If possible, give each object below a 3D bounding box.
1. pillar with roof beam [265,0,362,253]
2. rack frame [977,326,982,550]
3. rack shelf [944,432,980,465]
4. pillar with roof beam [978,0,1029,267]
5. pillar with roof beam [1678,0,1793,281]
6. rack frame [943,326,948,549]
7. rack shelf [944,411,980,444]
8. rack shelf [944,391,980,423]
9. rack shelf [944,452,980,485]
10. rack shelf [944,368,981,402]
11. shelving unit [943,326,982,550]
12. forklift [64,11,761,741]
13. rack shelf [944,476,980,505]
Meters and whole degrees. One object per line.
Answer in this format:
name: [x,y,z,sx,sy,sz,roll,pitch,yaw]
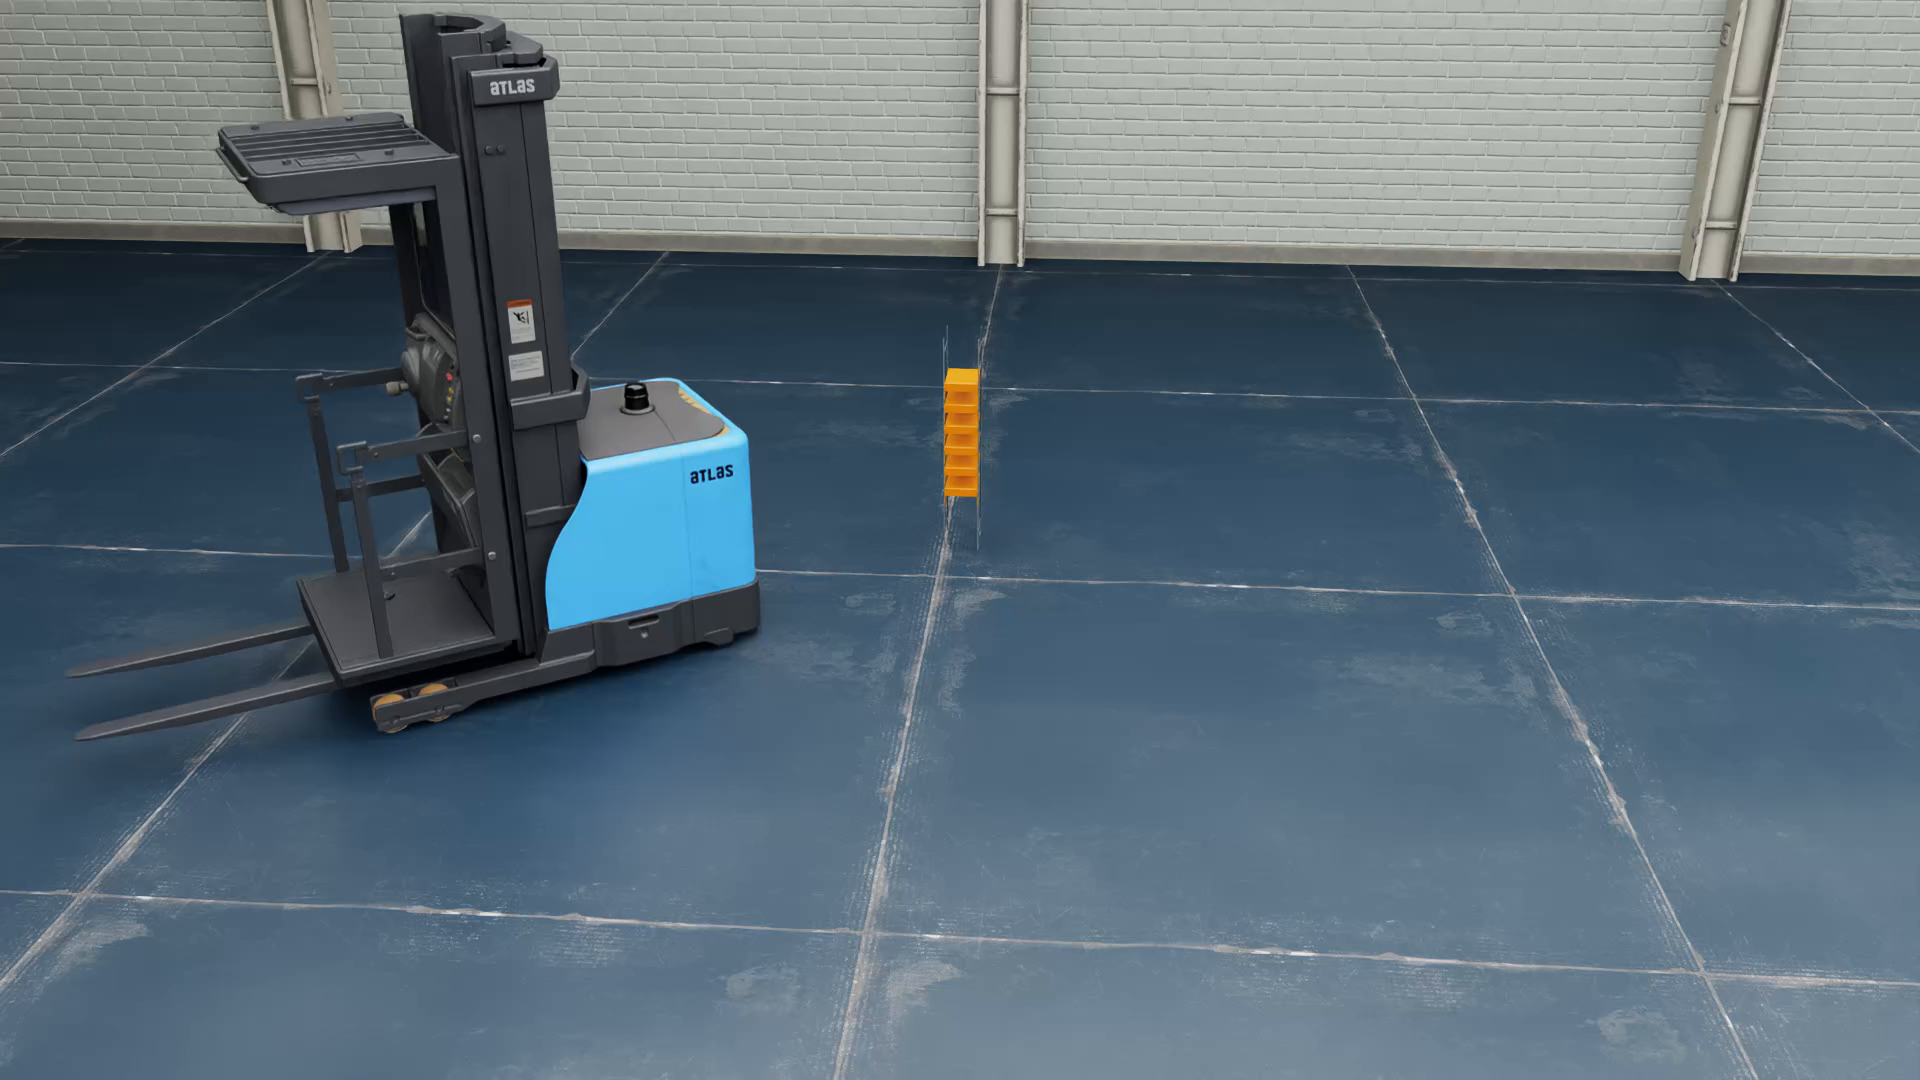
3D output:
pillar with roof beam: [-5.948,-4.924,9.186,0.400,9.000,9.100,2,25,4]
rack frame: [0.106,-0.542,8.992,0.006,1.200,0.240,2,25,4]
rack shelf: [0.014,-0.504,9.017,0.180,0.103,0.258,2,25,4]
pillar with roof beam: [0.034,-4.732,8.768,0.400,9.000,9.100,2,25,4]
pillar with roof beam: [6.017,-4.540,8.351,0.400,9.000,9.100,2,25,4]
rack frame: [-0.077,-0.548,9.005,0.006,1.200,0.240,2,25,4]
rack shelf: [0.014,-0.613,8.967,0.180,0.103,0.258,2,25,4]
rack shelf: [0.014,-0.722,8.916,0.180,0.103,0.258,2,25,4]
rack shelf: [0.014,-0.395,9.067,0.180,0.103,0.258,2,25,4]
rack shelf: [0.014,-0.831,8.866,0.180,0.103,0.258,2,25,4]
shelving unit: [0.014,-0.545,8.998,0.189,1.200,0.258,2,25,4]
forklift: [-2.521,-0.728,7.325,3.031,2.935,1.130,-13,28,-26]
rack shelf: [0.014,-0.286,9.117,0.180,0.103,0.258,2,25,4]
